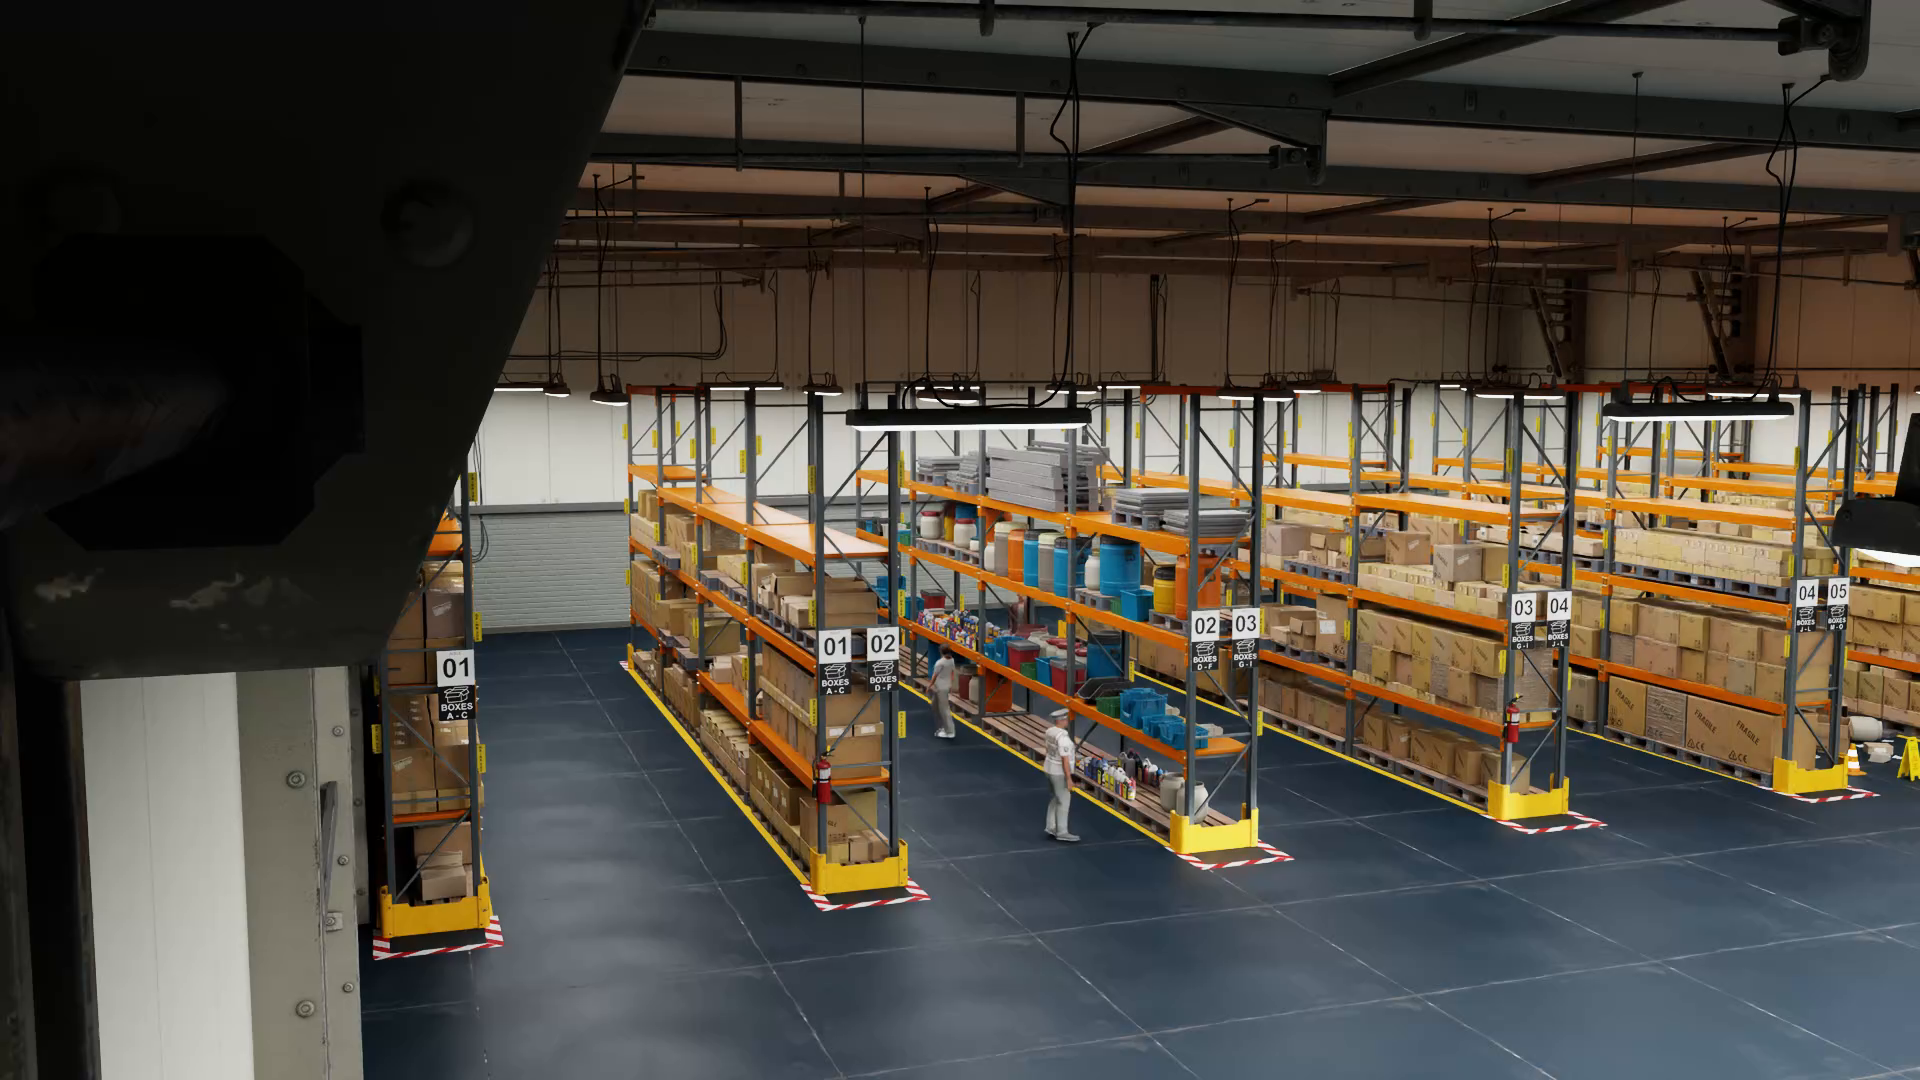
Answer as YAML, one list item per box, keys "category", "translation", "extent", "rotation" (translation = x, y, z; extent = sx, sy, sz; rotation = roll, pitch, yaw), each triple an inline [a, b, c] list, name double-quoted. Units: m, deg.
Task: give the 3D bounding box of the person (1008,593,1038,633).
- category: "person"
  translation: [1.246, 1.890, 33.167]
  extent: [0.613, 1.808, 0.442]
  rotation: [1, 6, 9]

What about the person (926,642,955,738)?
- category: "person"
  translation: [-0.326, 2.711, 28.466]
  extent: [0.516, 1.447, 0.466]
  rotation: [2, 6, 15]

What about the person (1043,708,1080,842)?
- category: "person"
  translation: [1.366, 3.196, 22.394]
  extent: [0.395, 1.855, 0.614]
  rotation: [-2, 6, -19]
